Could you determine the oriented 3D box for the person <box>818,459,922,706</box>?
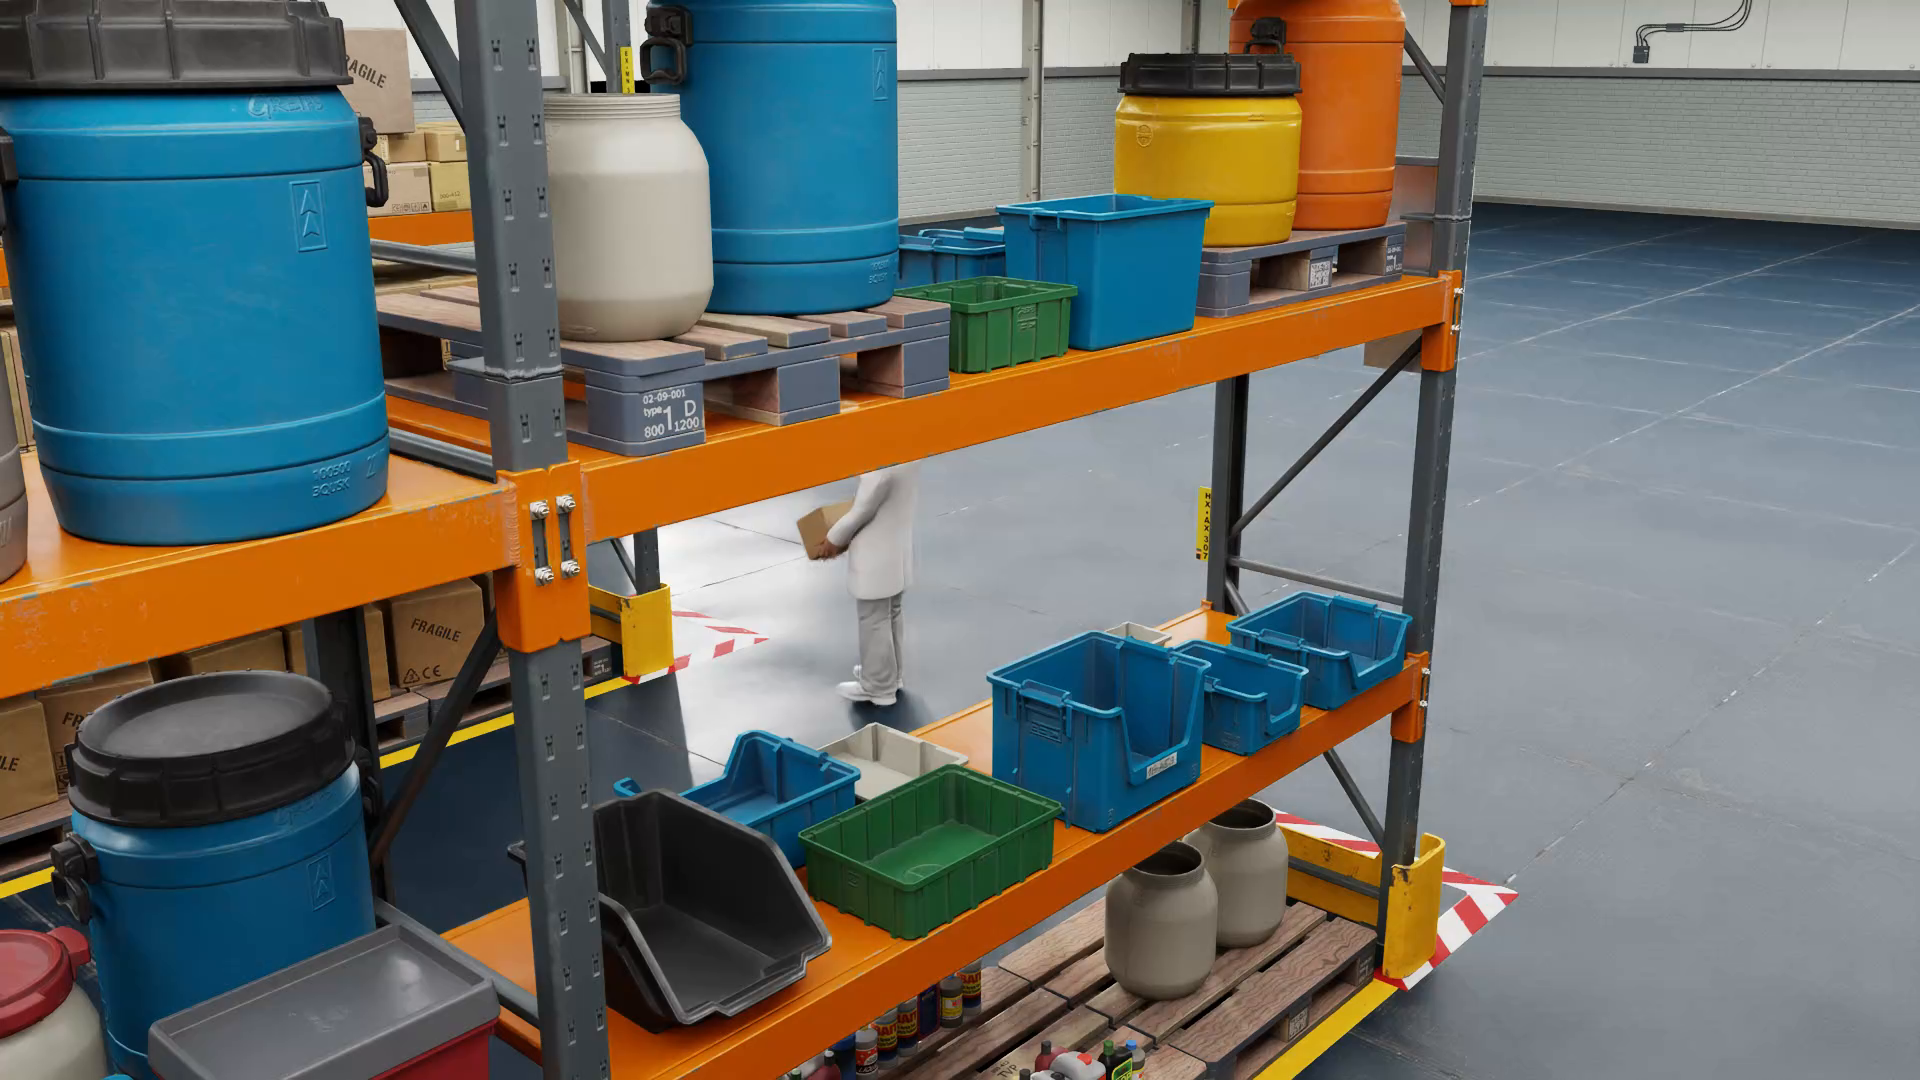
[{"bbox_3d":[-0.501,0.054,9.369,0.511,1.781,0.594,7,18,22],"label":"person"}]
